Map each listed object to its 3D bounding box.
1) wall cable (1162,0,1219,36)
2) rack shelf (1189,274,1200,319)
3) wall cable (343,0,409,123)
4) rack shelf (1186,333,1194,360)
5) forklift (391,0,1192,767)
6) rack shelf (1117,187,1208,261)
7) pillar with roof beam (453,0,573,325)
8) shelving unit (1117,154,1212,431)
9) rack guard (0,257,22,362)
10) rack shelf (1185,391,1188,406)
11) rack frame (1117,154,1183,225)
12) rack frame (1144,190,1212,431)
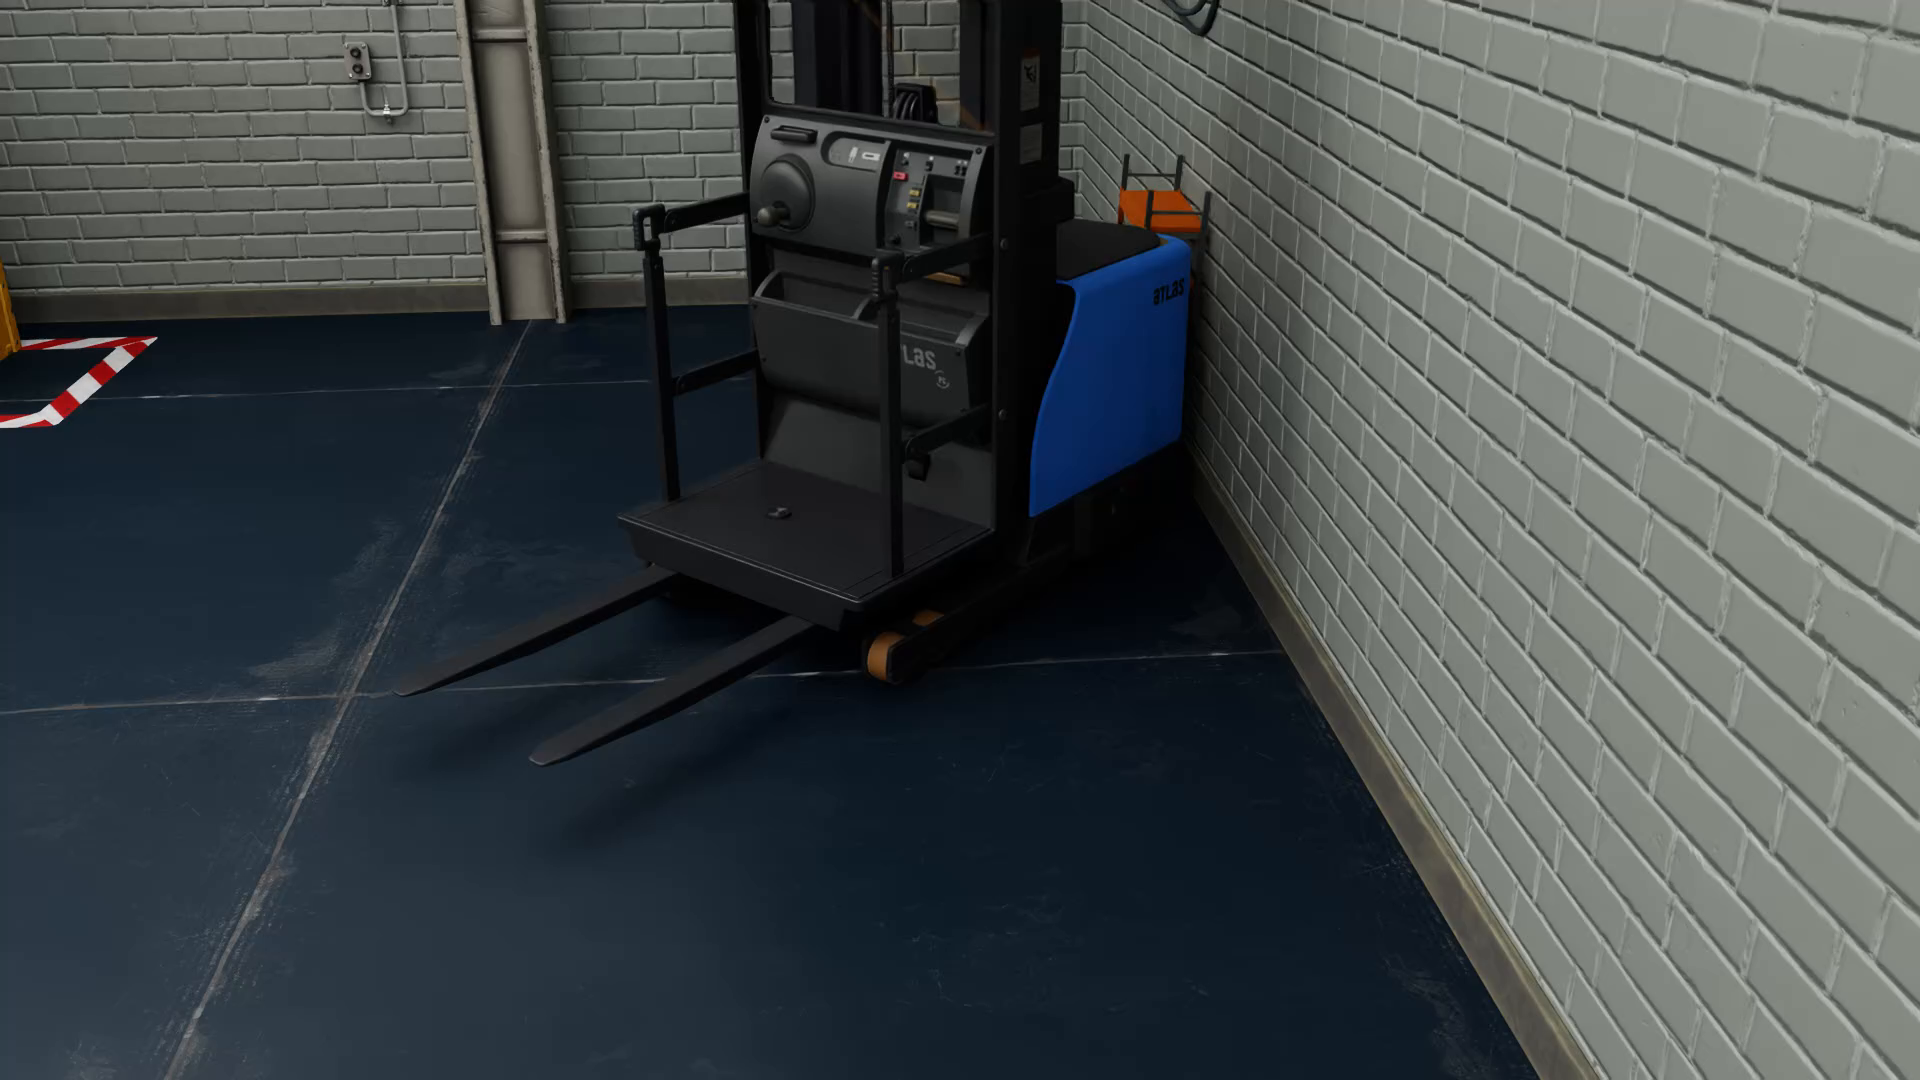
[{"bbox_3d":[0.758,-3.527,6.929,0.112,2.526,3.097,-2,24,-5],"label":"wall cable"},{"bbox_3d":[0.778,-1.036,6.656,0.258,0.148,0.480,0,29,-6],"label":"rack shelf"},{"bbox_3d":[-3.725,-3.021,8.102,1.851,1.984,0.084,-2,24,-5],"label":"wall cable"},{"bbox_3d":[0.767,-0.840,6.764,0.258,0.148,0.480,0,29,-6],"label":"rack shelf"},{"bbox_3d":[-0.434,-1.112,5.142,1.130,2.935,3.031,17,29,34],"label":"forklift"},{"bbox_3d":[0.790,-1.243,6.542,0.258,0.148,0.480,0,29,-6],"label":"rack shelf"},{"bbox_3d":[-1.881,-3.582,3.229,0.400,9.000,9.100,-2,24,-5],"label":"pillar with roof beam"},{"bbox_3d":[0.770,-0.899,6.731,0.258,1.200,0.503,0,29,-6],"label":"shelving unit"},{"bbox_3d":[-4.882,-0.982,7.843,0.348,0.500,1.175,-2,24,-5],"label":"rack guard"},{"bbox_3d":[0.757,-0.666,6.859,0.258,0.148,0.480,0,29,-6],"label":"rack shelf"},{"bbox_3d":[0.746,-1.017,6.944,0.240,1.200,0.015,0,29,-6],"label":"rack frame"},{"bbox_3d":[0.794,-0.781,6.519,0.240,1.200,0.015,0,29,-6],"label":"rack frame"}]
